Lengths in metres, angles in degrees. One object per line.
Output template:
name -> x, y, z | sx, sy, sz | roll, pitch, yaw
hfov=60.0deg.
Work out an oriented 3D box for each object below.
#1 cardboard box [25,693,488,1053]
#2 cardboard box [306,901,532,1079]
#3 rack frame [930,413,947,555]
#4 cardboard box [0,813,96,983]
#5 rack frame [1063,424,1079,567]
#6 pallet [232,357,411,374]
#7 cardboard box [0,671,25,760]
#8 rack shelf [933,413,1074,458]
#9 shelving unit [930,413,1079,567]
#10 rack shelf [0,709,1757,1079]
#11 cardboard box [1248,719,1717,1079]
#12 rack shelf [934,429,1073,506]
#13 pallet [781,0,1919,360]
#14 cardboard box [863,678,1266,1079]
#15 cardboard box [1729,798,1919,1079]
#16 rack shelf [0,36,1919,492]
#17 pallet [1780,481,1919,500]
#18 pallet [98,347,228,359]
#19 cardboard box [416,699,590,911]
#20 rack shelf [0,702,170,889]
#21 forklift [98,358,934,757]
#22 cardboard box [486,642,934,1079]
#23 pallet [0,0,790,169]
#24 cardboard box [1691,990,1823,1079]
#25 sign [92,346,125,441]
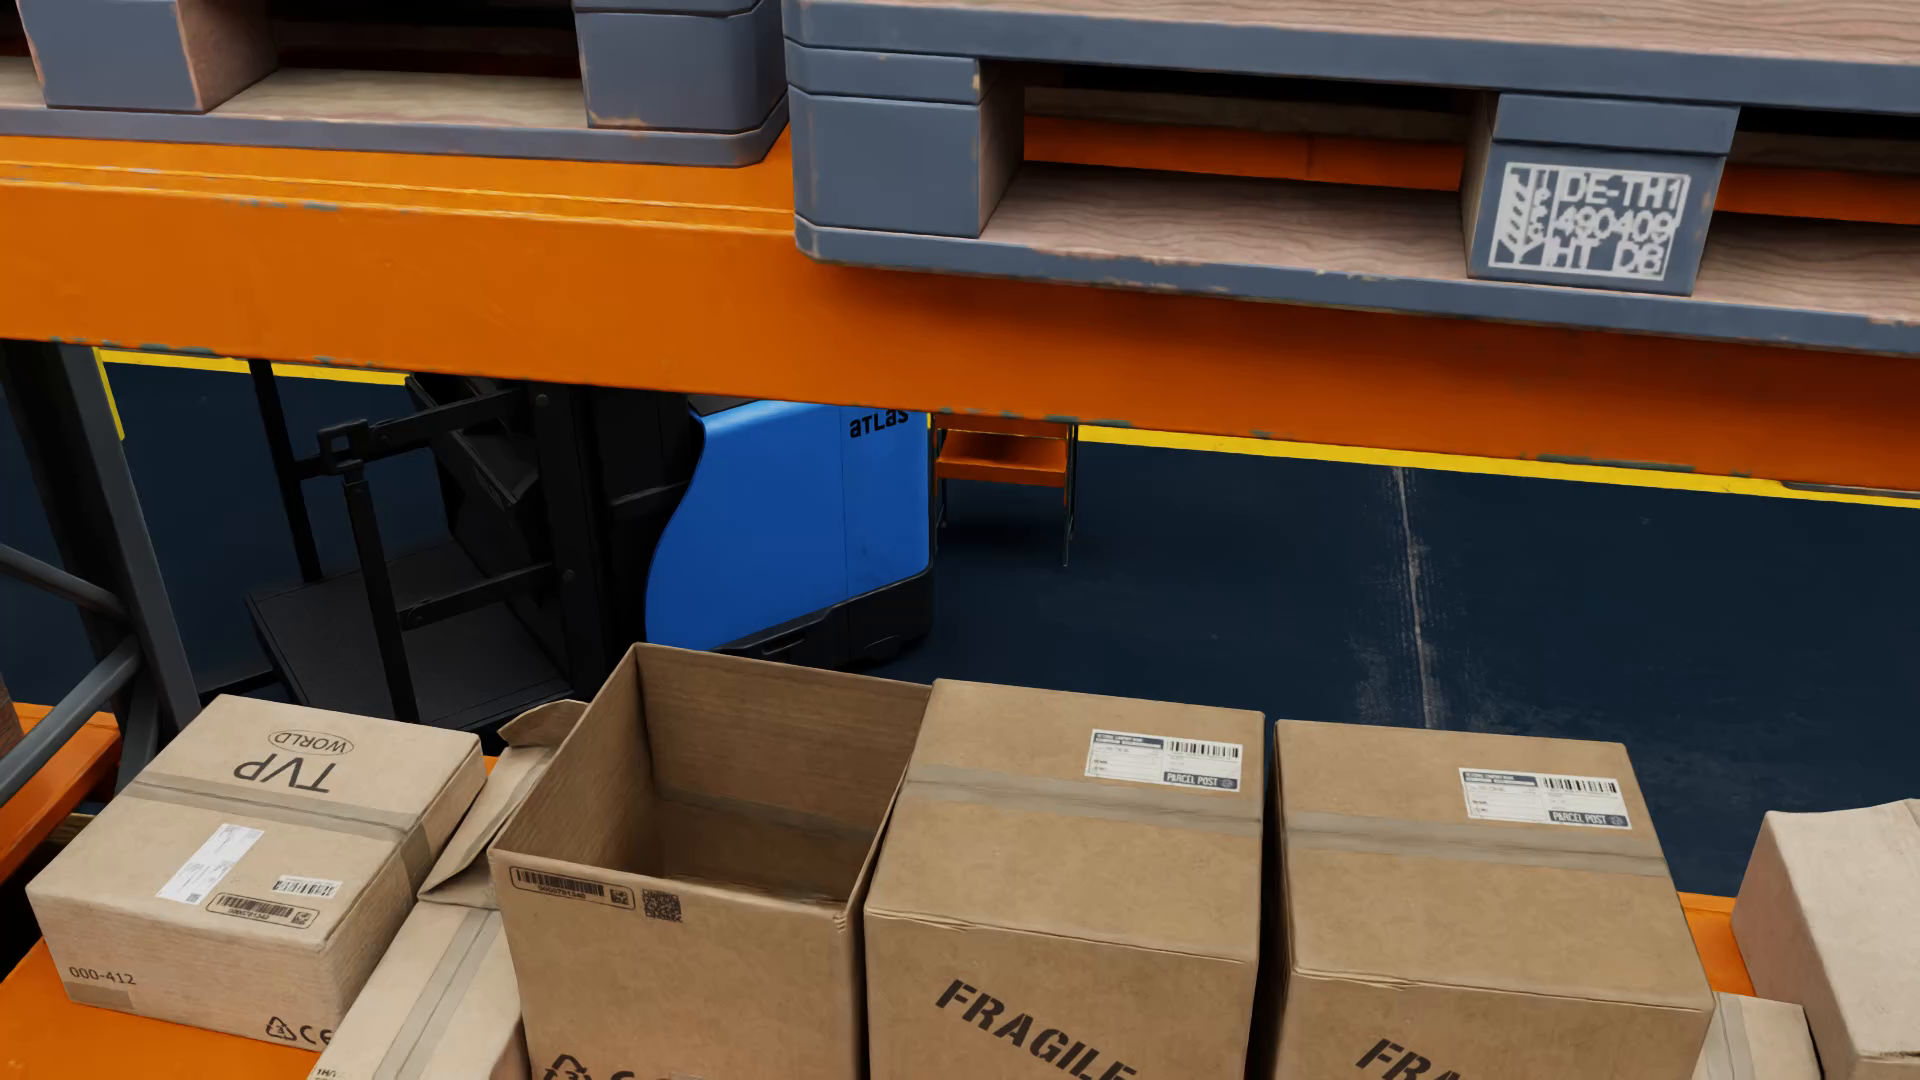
cardboard box -> -1.110, 0.529, 2.720 | 0.500, 0.250, 0.500 | 7, 33, 11
cardboard box -> -0.764, 0.736, 2.483 | 0.250, 0.149, 0.380 | 5, 32, 8
rack frame -> -0.077, -0.516, 5.943 | 0.015, 1.200, 0.240 | 5, 32, 8
cardboard box -> -2.008, 0.908, 3.461 | 0.500, 0.500, 0.500 | 5, 32, 8
rack frame -> 0.404, -0.472, 5.873 | 0.015, 1.200, 0.240 | 5, 32, 8
pallet -> -2.648, -1.114, 7.831 | 1.213, 0.211, 1.003 | 5, 32, 8
cardboard box -> -2.042, 0.365, 2.745 | 0.500, 0.500, 0.700 | 4, 32, 7
rack shelf -> 0.163, -0.437, 5.944 | 0.480, 0.148, 0.258 | 5, 32, 8
shelving unit -> 0.163, -0.494, 5.908 | 0.503, 1.200, 0.258 | 5, 32, 8
rack shelf -> 0.368, 0.927, 2.619 | 4.000, 0.370, 1.077 | 5, 32, 8
cardboard box -> 0.683, 0.617, 2.342 | 0.500, 0.500, 0.500 | 3, 32, 6
rack shelf -> 0.163, -0.268, 6.049 | 0.480, 0.148, 0.258 | 5, 32, 8
pallet -> 0.553, -0.503, 1.577 | 1.213, 0.211, 1.003 | 7, 33, 10
cardboard box -> 0.164, 0.570, 2.418 | 0.500, 0.500, 0.500 | 5, 32, 8
cardboard box -> 1.491, 0.658, 2.456 | 0.500, 0.311, 0.500 | 5, 32, 8
rack shelf -> 0.368, -0.344, 1.824 | 4.000, 0.370, 1.077 | 5, 32, 8
pallet -> 3.934, -0.498, 6.847 | 1.213, 0.211, 1.003 | 5, 32, 8
pallet -> -3.847, -1.225, 8.007 | 1.213, 0.211, 1.003 | 5, 32, 8
cardboard box -> -0.706, 0.483, 2.777 | 0.258, 0.266, 0.396 | 4, 32, 7
rack shelf -> -3.575, 0.570, 3.190 | 4.000, 0.370, 1.077 | 5, 32, 8
forklift -> -1.597, -0.674, 4.564 | 3.031, 2.935, 1.130 | -20, 37, -28
cardboard box -> -0.330, 0.526, 2.489 | 0.500, 0.500, 0.500 | 7, 33, 12
pallet -> -0.732, -0.675, 1.854 | 1.217, 0.209, 0.805 | 4, 32, 6
cardboard box -> 1.073, 0.823, 2.345 | 0.250, 0.149, 0.380 | 8, 33, 12
sign -> -1.521, -0.298, 2.882 | 0.005, 0.325, 0.100 | 5, 32, 8
